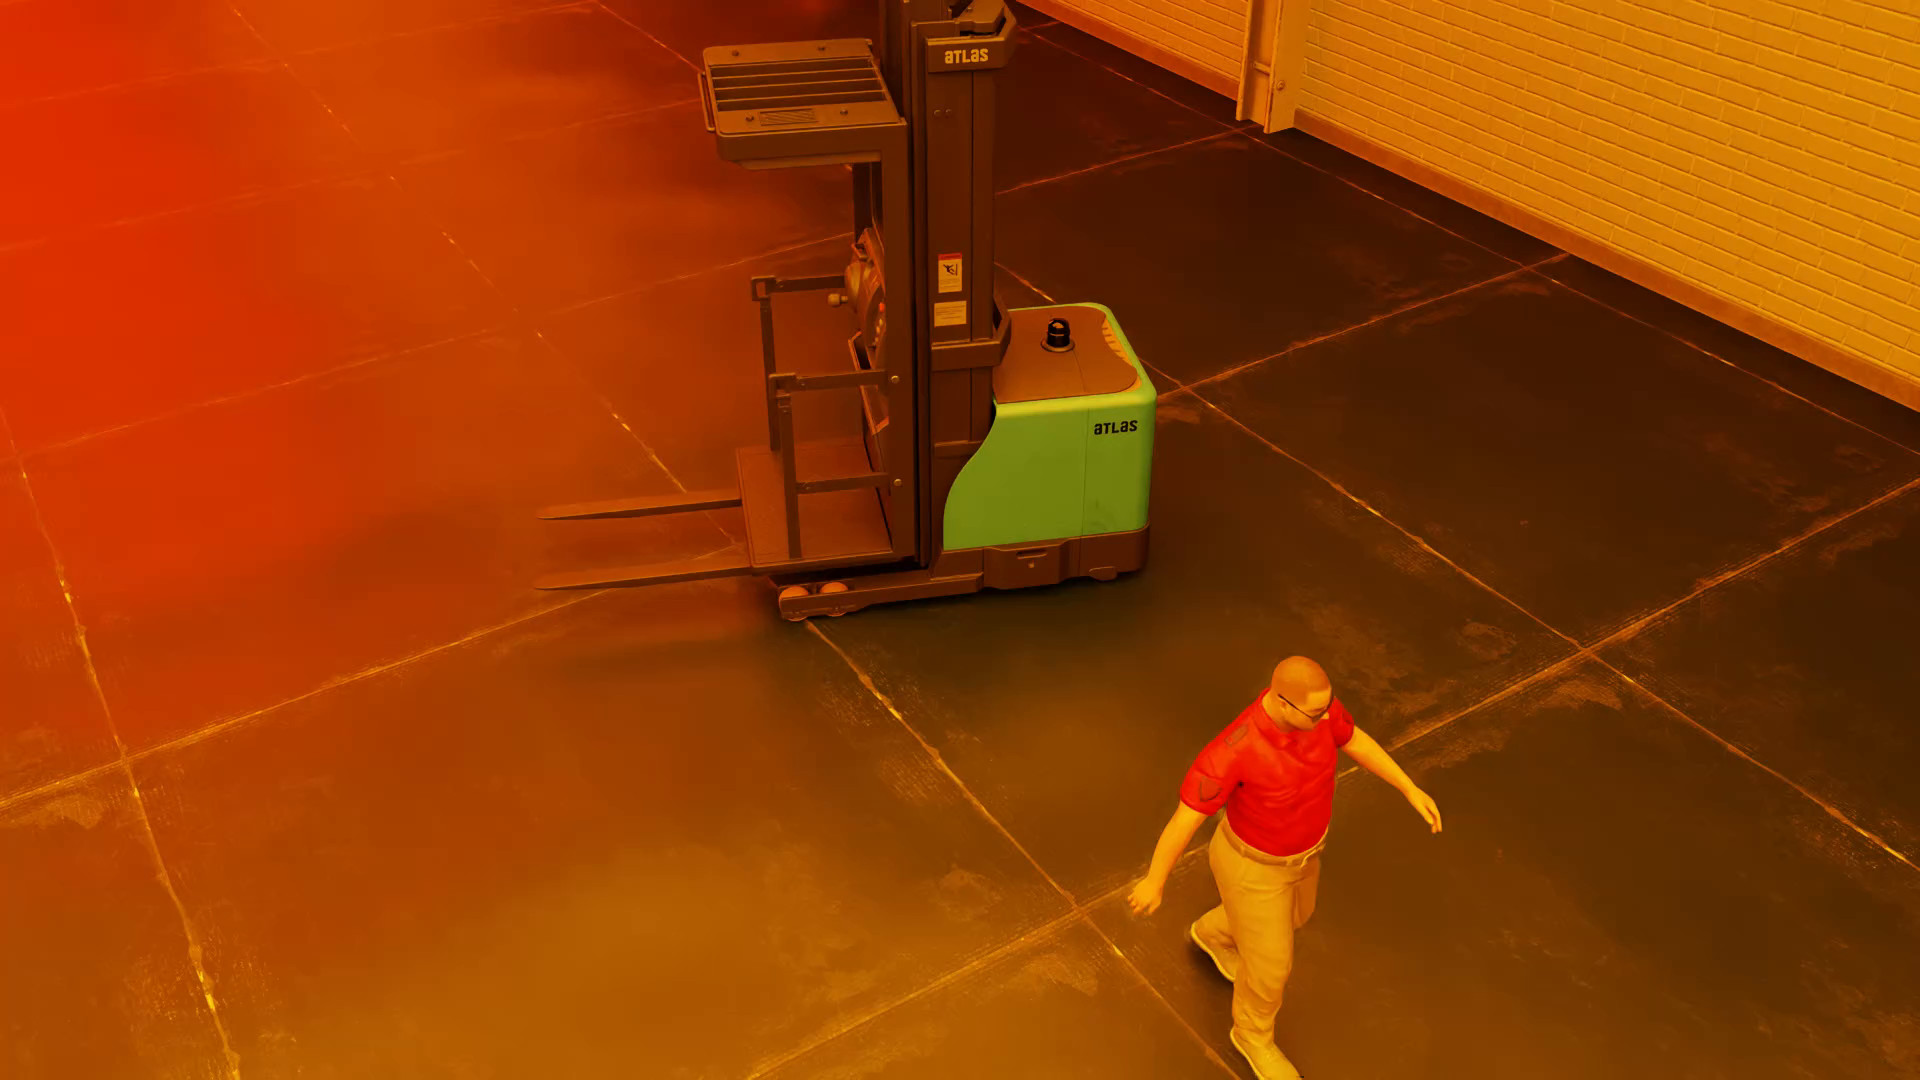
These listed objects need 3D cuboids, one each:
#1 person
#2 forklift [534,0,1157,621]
[{"bbox_3d":[1.064,1.089,5.674,0.943,1.709,0.740,-28,44,-34],"label":"person"},{"bbox_3d":[-0.618,-1.133,7.761,3.031,2.935,1.130,-6,36,-9],"label":"forklift"}]
